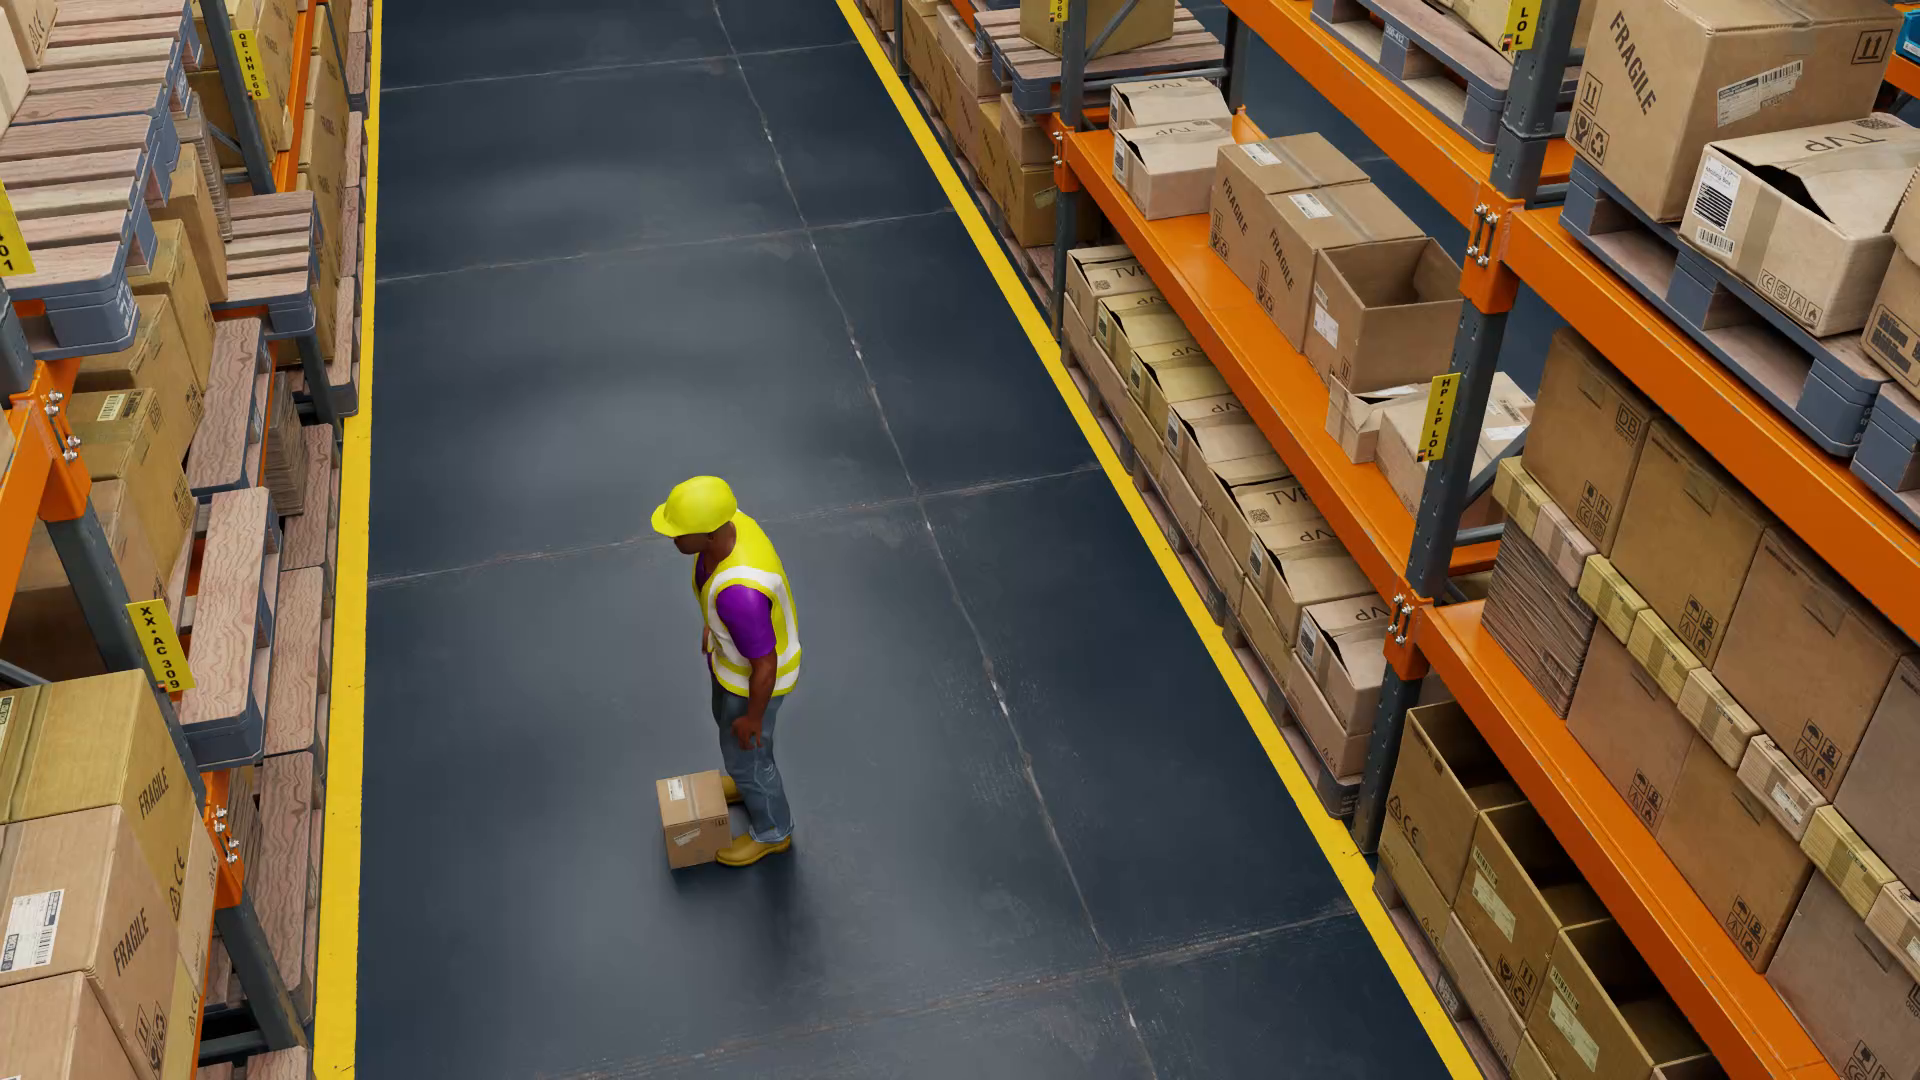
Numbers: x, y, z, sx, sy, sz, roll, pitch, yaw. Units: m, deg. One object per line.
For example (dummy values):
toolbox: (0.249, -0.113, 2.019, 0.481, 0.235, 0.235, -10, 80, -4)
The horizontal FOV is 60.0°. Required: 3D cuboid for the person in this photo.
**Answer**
person: (-0.823, 0.470, 6.101, 0.458, 1.756, 0.634, -11, 39, -13)
